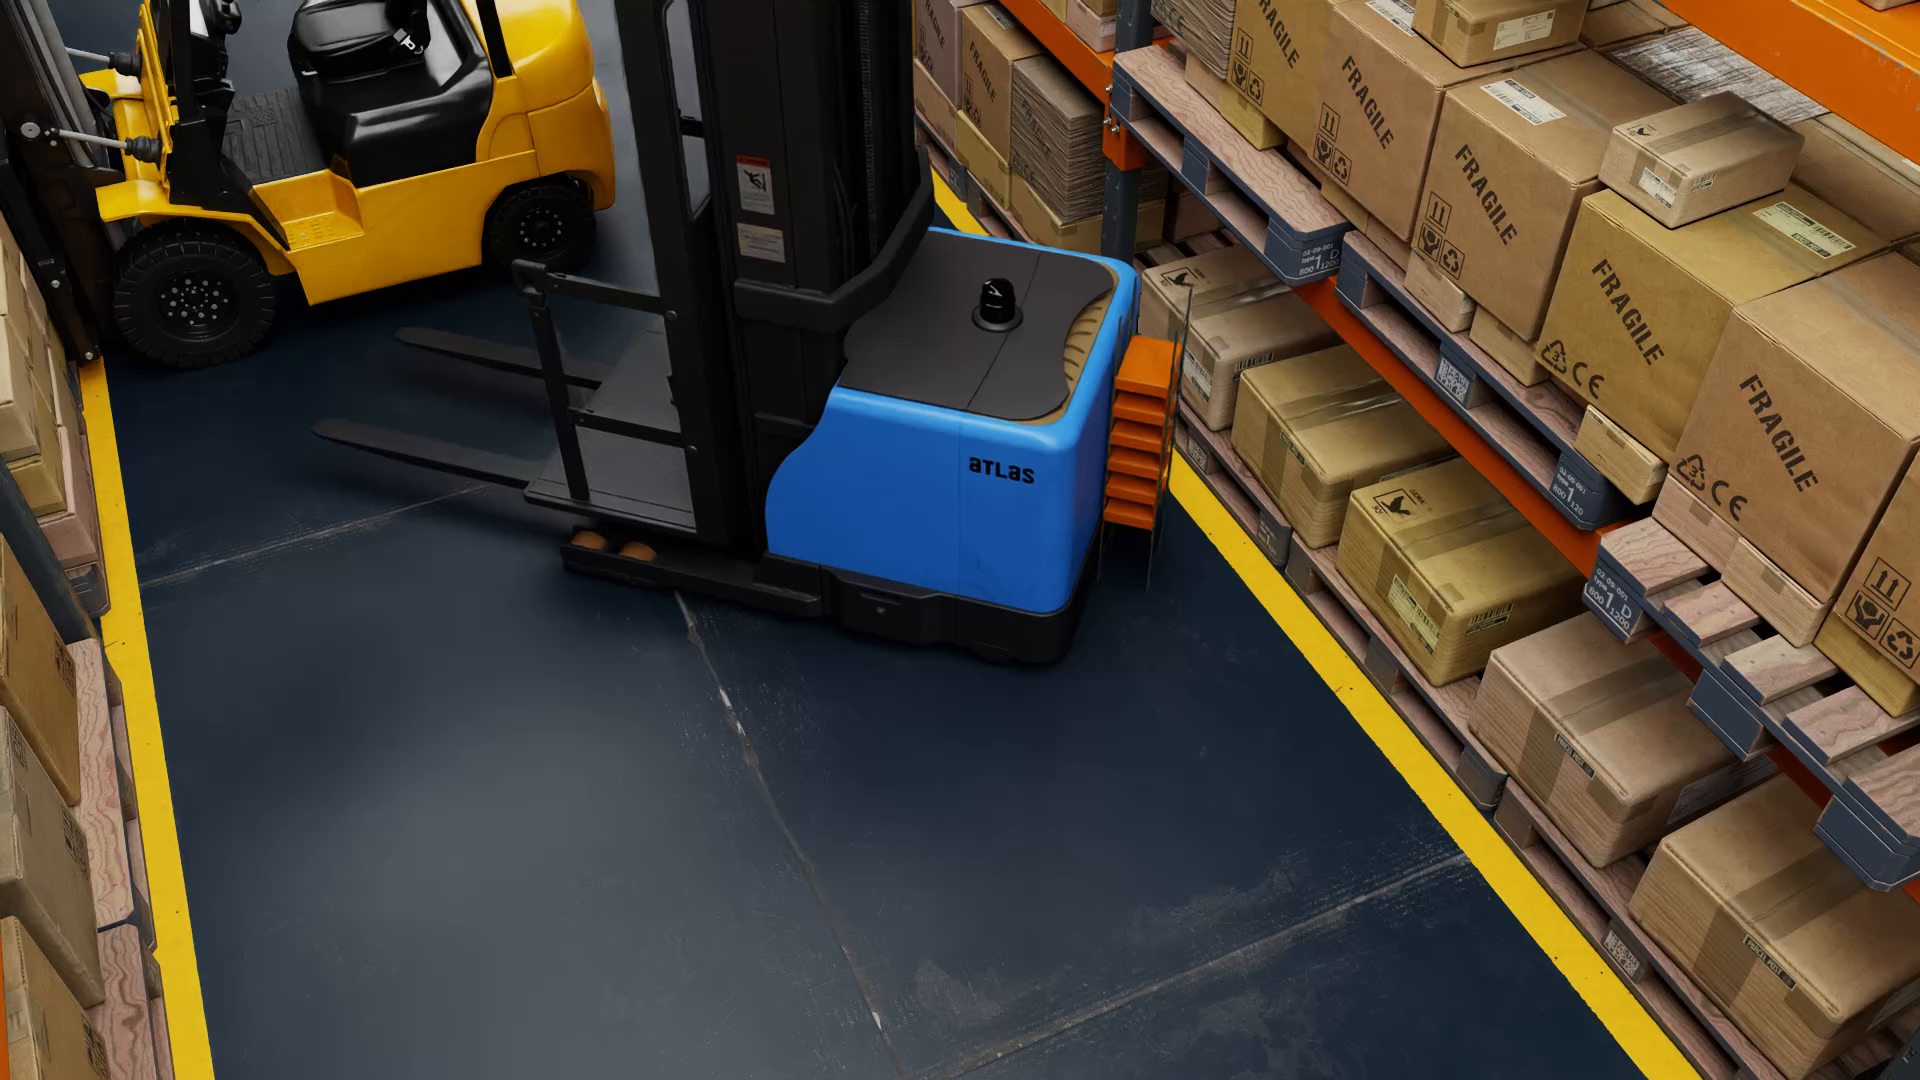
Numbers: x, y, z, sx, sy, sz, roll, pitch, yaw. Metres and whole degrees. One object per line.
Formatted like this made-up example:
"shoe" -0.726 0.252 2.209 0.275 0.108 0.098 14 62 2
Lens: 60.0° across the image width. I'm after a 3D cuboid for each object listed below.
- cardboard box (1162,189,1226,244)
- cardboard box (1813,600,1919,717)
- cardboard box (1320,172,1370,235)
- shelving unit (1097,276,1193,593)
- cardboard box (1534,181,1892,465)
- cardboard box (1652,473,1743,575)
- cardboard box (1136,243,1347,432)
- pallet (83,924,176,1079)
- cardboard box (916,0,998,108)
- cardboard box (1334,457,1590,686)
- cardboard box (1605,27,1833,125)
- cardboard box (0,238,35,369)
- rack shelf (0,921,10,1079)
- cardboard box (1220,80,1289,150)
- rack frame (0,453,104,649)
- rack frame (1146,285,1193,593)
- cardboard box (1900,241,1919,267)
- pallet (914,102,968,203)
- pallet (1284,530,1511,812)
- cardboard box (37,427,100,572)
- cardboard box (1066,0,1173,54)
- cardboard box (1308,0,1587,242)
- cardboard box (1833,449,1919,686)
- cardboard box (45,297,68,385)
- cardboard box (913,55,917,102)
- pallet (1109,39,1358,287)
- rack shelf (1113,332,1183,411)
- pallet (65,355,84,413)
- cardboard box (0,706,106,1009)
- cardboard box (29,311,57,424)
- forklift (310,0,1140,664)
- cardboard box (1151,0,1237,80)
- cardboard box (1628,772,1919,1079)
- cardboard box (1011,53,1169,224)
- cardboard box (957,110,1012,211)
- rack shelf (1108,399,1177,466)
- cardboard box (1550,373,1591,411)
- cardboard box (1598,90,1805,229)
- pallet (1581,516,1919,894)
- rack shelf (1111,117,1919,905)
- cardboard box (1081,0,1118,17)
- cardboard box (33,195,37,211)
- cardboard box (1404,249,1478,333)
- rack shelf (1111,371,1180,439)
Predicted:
"cardboard box" 1.040 -1.614 7.408 0.500 0.250 0.500 -20 48 -19
"cardboard box" 2.196 0.213 3.778 0.380 0.149 0.250 -17 47 -17
"cardboard box" 1.345 -1.106 5.115 0.380 0.149 0.250 -17 47 -17
"shelving unit" 0.627 -0.334 5.734 0.189 1.200 0.258 12 46 12
"cardboard box" 1.841 -0.584 4.124 0.500 0.500 0.500 -21 48 -20
"cardboard box" 1.950 -0.097 4.093 0.380 0.149 0.250 -20 48 -19
"cardboard box" 1.266 -0.868 6.566 0.950 0.372 0.625 -17 47 -17
"pallet" -2.597 1.710 4.366 1.003 0.211 1.213 -18 47 -17
"cardboard box" 0.120 -2.371 7.642 0.500 0.500 0.500 -16 47 -15
"cardboard box" 1.866 0.032 5.654 0.950 0.372 0.625 -17 47 -16
"cardboard box" 2.088 -1.072 4.618 0.500 0.500 0.500 -20 48 -19
"cardboard box" -3.583 -0.775 5.847 0.500 0.250 0.500 -18 47 -17
"rack shelf" -2.618 1.012 3.601 1.077 0.370 4.000 -18 47 -17
"cardboard box" 1.086 -1.440 5.454 0.380 0.149 0.250 -17 47 -17
"rack frame" -3.459 -0.519 4.640 1.000 3.000 0.127 -18 47 -17
"rack frame" 0.714 -0.315 5.715 0.006 1.200 0.240 12 46 12
"cardboard box" 2.521 -0.414 3.952 0.500 0.500 0.500 -16 47 -15
"pallet" 0.212 -2.191 8.320 1.003 0.211 1.213 -18 47 -17
"pallet" 1.889 0.280 5.816 1.003 0.211 1.213 -18 47 -17
"cardboard box" -3.362 -0.096 5.870 0.500 0.250 0.500 -18 47 -17
"cardboard box" 0.632 -2.012 6.333 0.380 0.149 0.250 -18 48 -18
"cardboard box" 1.387 -1.256 4.806 0.500 0.500 0.500 -18 47 -18
"cardboard box" 2.282 0.063 3.468 0.500 0.500 0.500 -19 48 -19
"cardboard box" -3.819 -0.737 6.520 0.500 0.250 0.500 -17 47 -17
"cardboard box" -0.102 -2.440 8.246 0.500 0.250 0.500 -15 47 -15
"pallet" 1.233 -1.389 5.658 1.003 0.211 1.213 -18 47 -17
"rack shelf" 0.627 -0.559 5.513 0.180 0.103 0.258 12 46 12
"pallet" -4.272 -0.824 6.935 1.003 0.211 1.213 -18 47 -17
"cardboard box" -2.910 1.003 4.490 0.875 0.625 0.625 -18 48 -18
"cardboard box" -3.596 -0.587 6.012 0.500 0.250 0.500 -18 47 -18
"forklift" -0.944 -1.215 5.395 3.031 2.935 1.130 12 46 12
"cardboard box" 0.980 -1.895 5.453 0.500 0.500 0.500 -17 47 -16
"cardboard box" 2.497 0.985 4.688 0.950 0.372 0.625 -21 48 -20
"cardboard box" 0.551 -1.723 6.985 0.500 0.500 0.500 -19 48 -18
"cardboard box" 0.318 -1.792 7.589 0.500 0.250 0.500 -19 48 -18
"rack shelf" 0.627 -0.388 5.681 0.180 0.103 0.258 12 46 12
"cardboard box" 1.831 -0.466 4.466 0.380 0.149 0.250 -18 47 -17
"cardboard box" 1.781 -0.919 4.002 0.380 0.149 0.250 -20 48 -19
"pallet" 2.329 0.208 4.041 1.213 0.211 1.003 -18 47 -17
"rack shelf" 1.884 -0.457 5.089 1.077 0.370 4.000 -18 47 -17
"cardboard box" 0.631 -2.338 6.201 0.500 0.500 0.500 -19 48 -18
"cardboard box" -4.215 -1.553 6.991 0.500 0.250 0.500 -19 48 -18
"cardboard box" 1.512 -0.763 4.767 0.380 0.149 0.250 -16 47 -16
"rack shelf" 0.627 -0.473 5.597 0.180 0.103 0.258 12 46 12
